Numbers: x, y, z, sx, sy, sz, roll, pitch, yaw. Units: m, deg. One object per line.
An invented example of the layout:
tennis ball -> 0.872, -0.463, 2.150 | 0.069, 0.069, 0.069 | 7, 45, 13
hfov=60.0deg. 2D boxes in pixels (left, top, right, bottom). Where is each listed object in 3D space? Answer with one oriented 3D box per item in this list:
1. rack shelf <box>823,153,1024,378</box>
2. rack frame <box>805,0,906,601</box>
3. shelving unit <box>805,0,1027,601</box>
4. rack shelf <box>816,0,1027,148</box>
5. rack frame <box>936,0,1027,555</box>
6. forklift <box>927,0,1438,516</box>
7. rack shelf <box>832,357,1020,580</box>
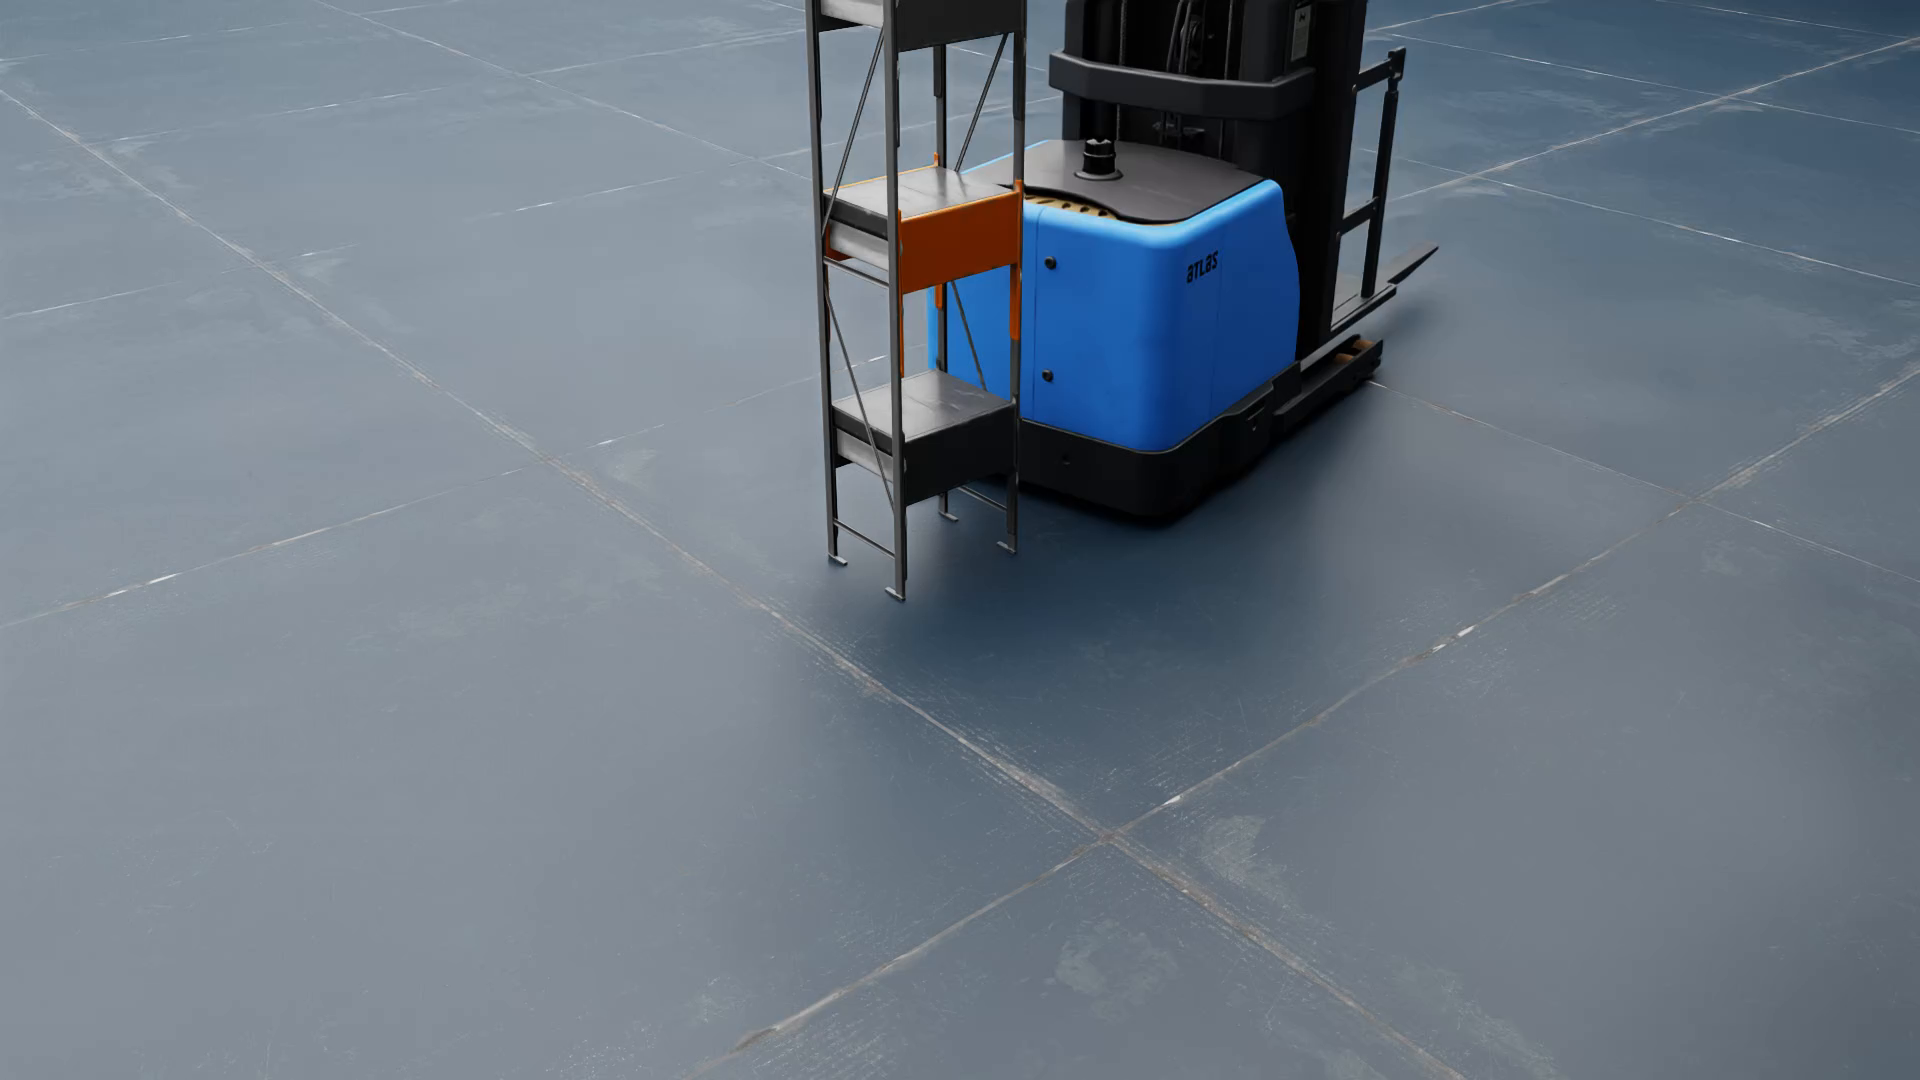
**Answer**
rack shelf -> -0.126, -0.863, 5.167 | 0.480, 0.518, 0.431 | -22, 35, -35
rack frame -> -0.312, -0.801, 5.021 | 0.015, 2.100, 0.400 | -22, 35, -35
shelving unit -> -0.126, -0.875, 5.160 | 0.503, 2.100, 0.431 | -22, 35, -35
rack shelf -> -0.126, -1.481, 4.837 | 0.480, 0.518, 0.431 | -22, 35, -35
rack frame -> 0.060, -0.950, 5.300 | 0.015, 2.100, 0.400 | -22, 35, -35
forklift -> 1.128, -2.016, 6.414 | 1.130, 2.935, 3.031 | 19, 33, 31
rack shelf -> -0.126, -0.246, 5.497 | 0.480, 0.518, 0.431 | -22, 35, -35
